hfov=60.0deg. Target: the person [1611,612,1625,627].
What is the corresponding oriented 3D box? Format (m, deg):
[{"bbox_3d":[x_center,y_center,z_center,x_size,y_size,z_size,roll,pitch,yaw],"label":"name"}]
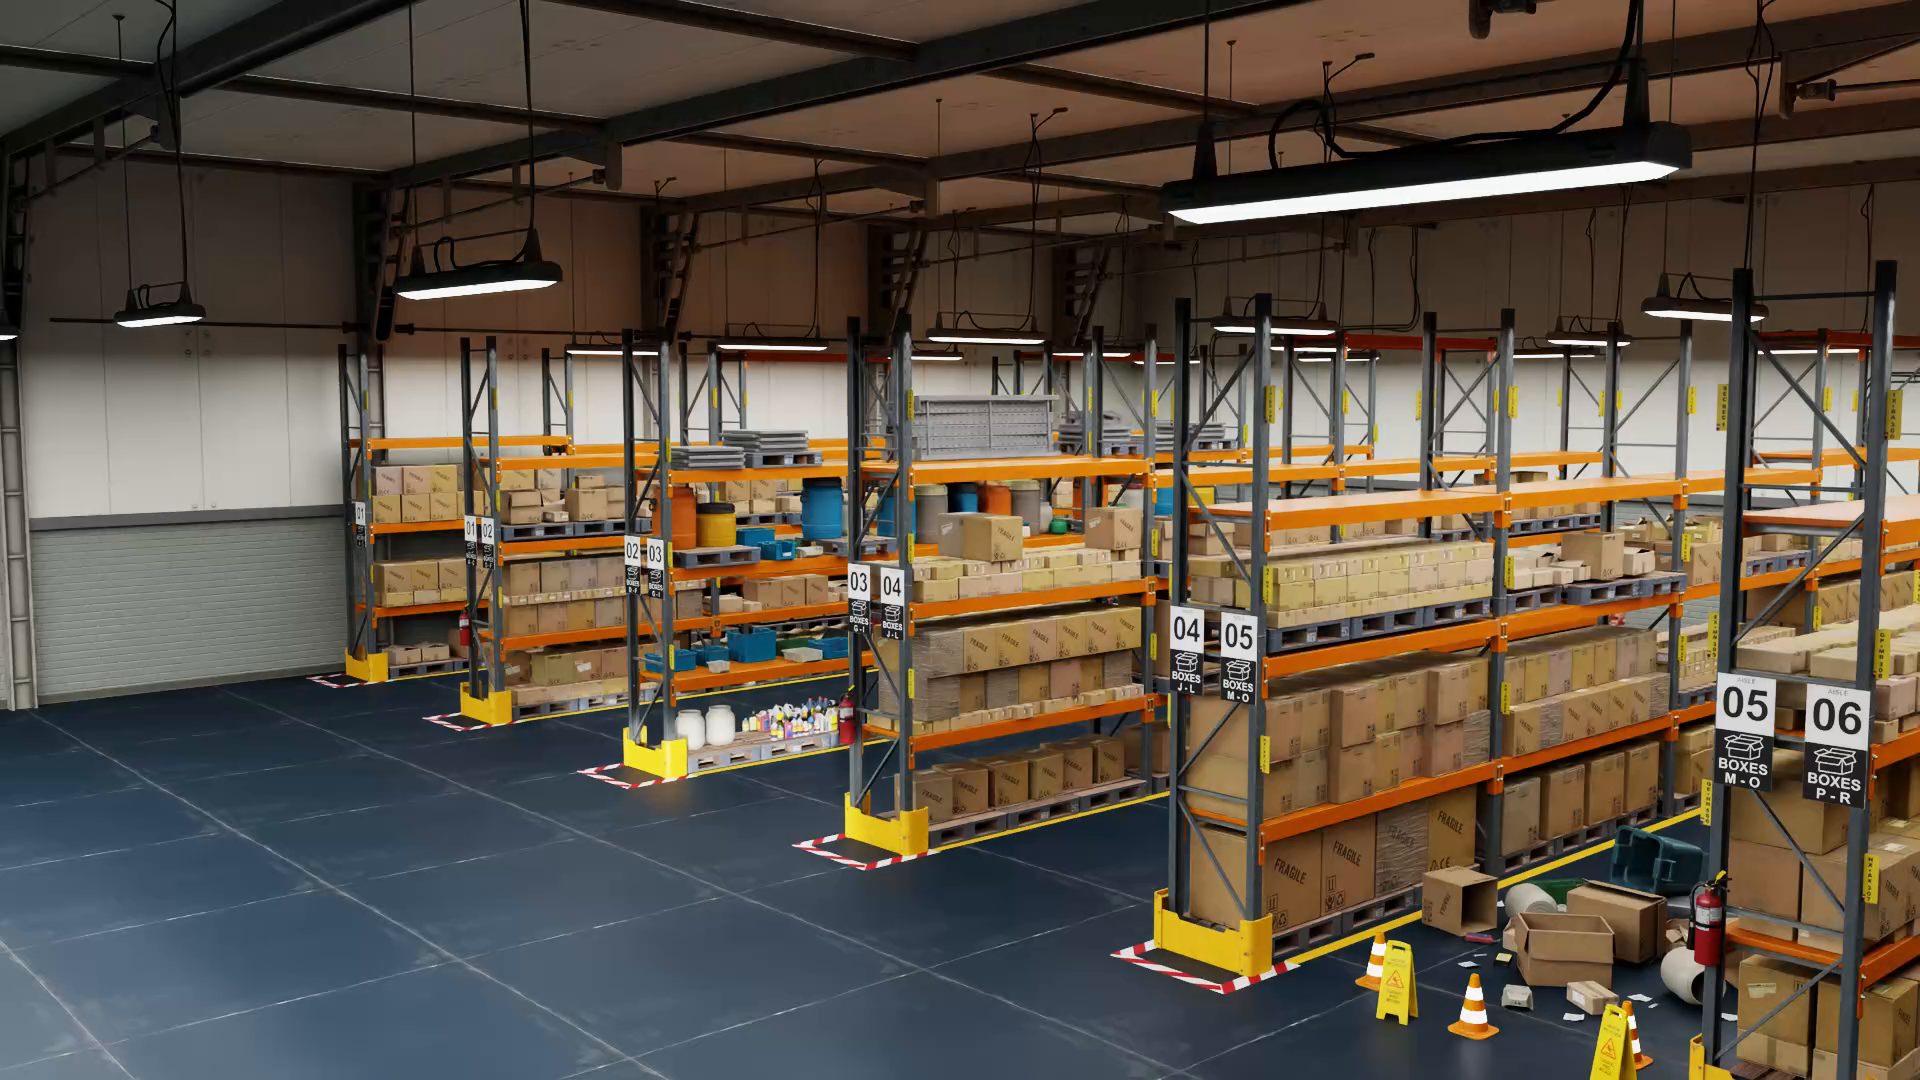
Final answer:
[{"bbox_3d":[11.897,1.581,30.224,1.048,1.759,0.617,1,5,13],"label":"person"}]
